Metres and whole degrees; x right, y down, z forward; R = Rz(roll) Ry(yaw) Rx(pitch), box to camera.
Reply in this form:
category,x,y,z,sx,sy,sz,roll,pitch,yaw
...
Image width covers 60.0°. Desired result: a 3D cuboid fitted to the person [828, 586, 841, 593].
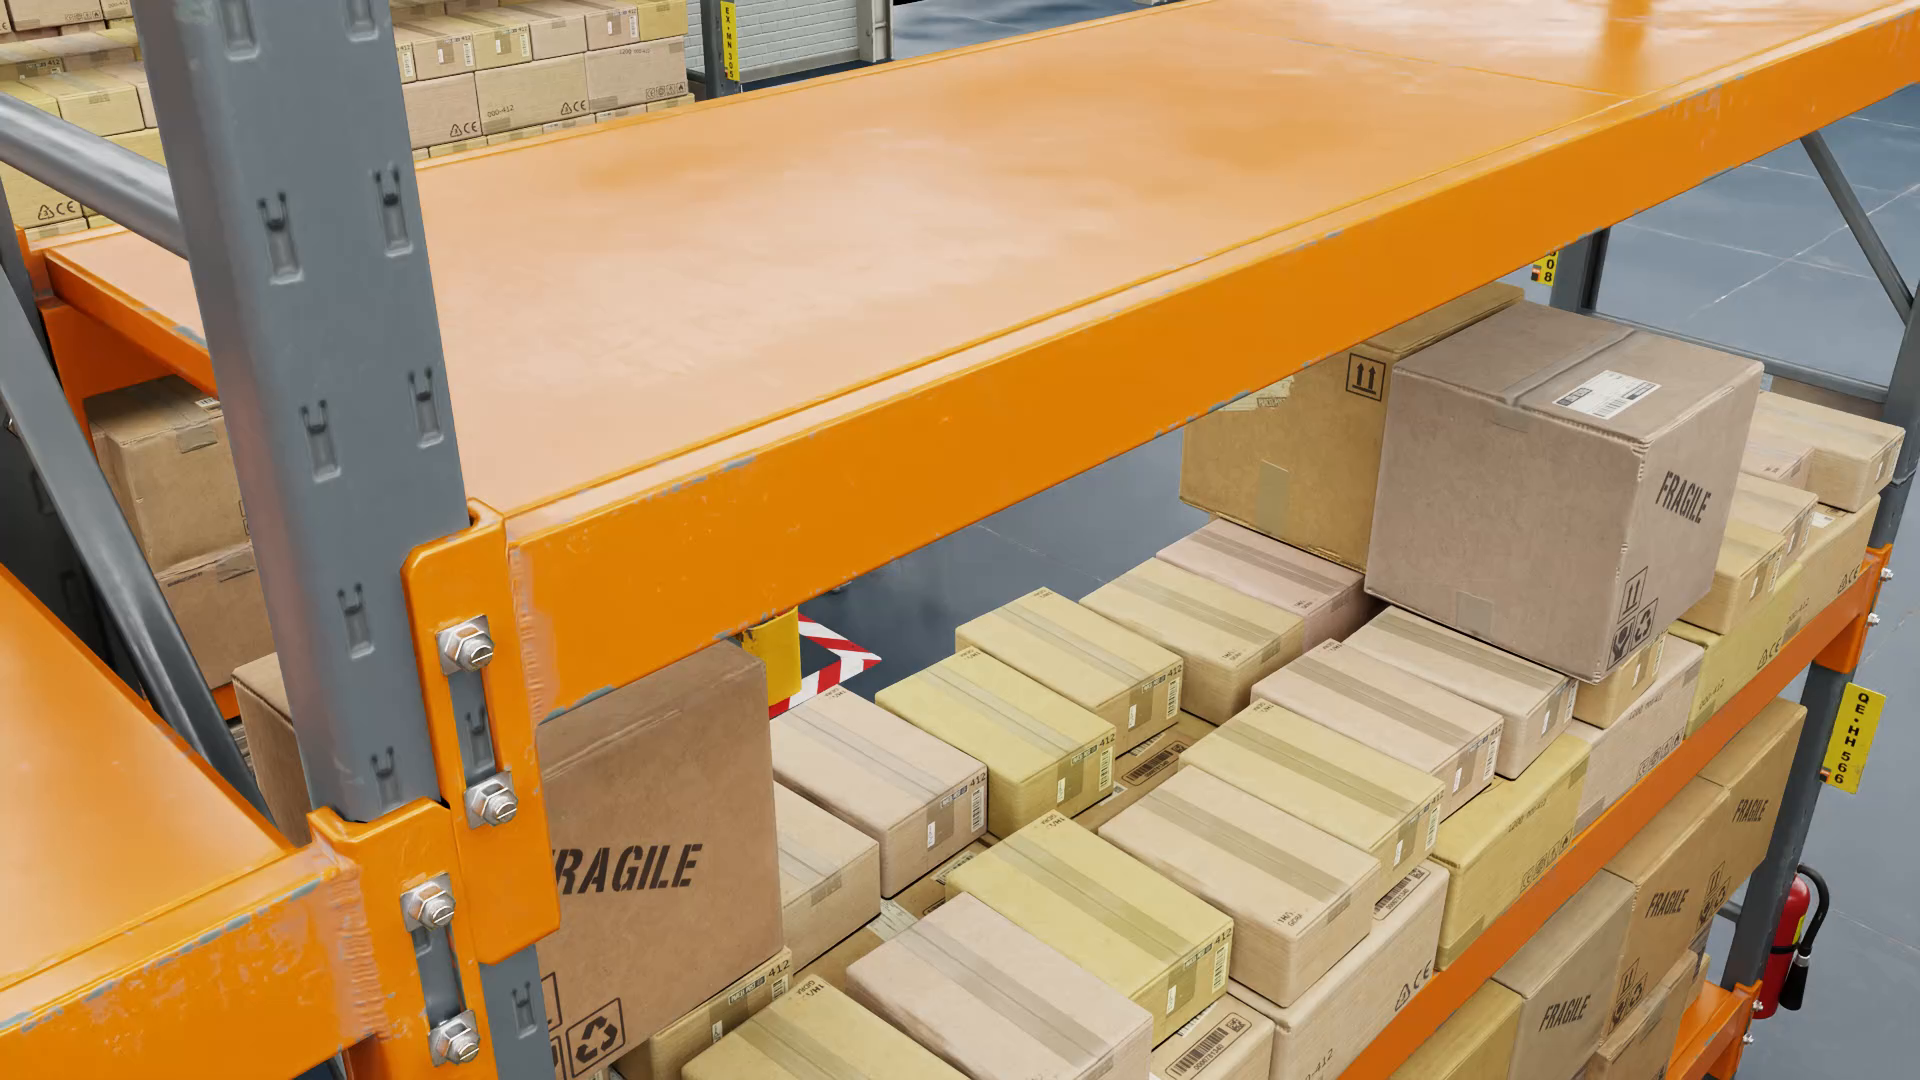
category,x,y,z,sx,sy,sz,roll,pitch,yaw
person,-0.750,-0.492,9.555,0.423,1.692,0.523,25,37,39
